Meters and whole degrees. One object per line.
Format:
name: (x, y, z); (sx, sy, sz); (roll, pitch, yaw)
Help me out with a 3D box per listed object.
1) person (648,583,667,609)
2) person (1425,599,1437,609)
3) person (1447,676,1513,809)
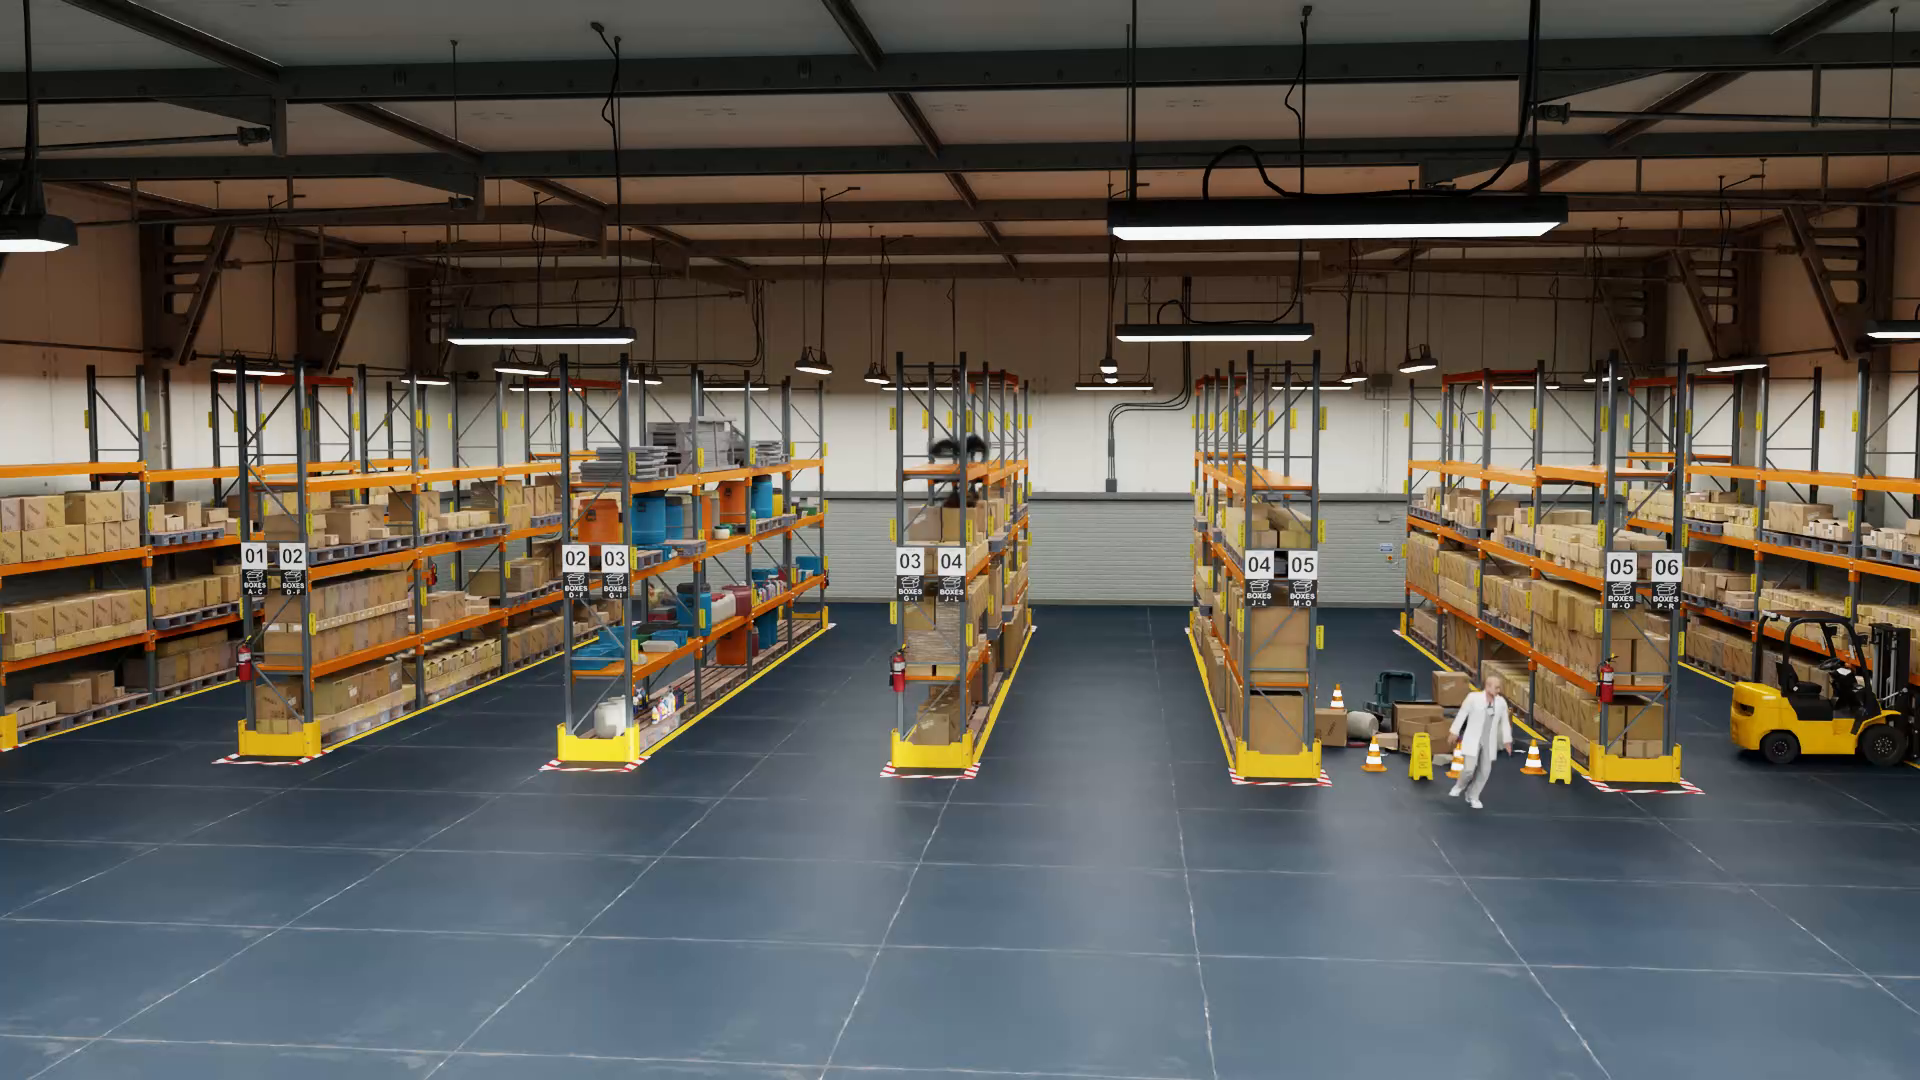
person: (-6.897, 1.631, 37.492); (0.591, 1.395, 0.938); (-1, 4, -10)
person: (11.501, 1.287, 40.066); (0.624, 1.730, 0.689); (1, 4, 19)
person: (6.742, 2.608, 21.588); (0.731, 1.748, 0.591); (-1, 4, -9)
